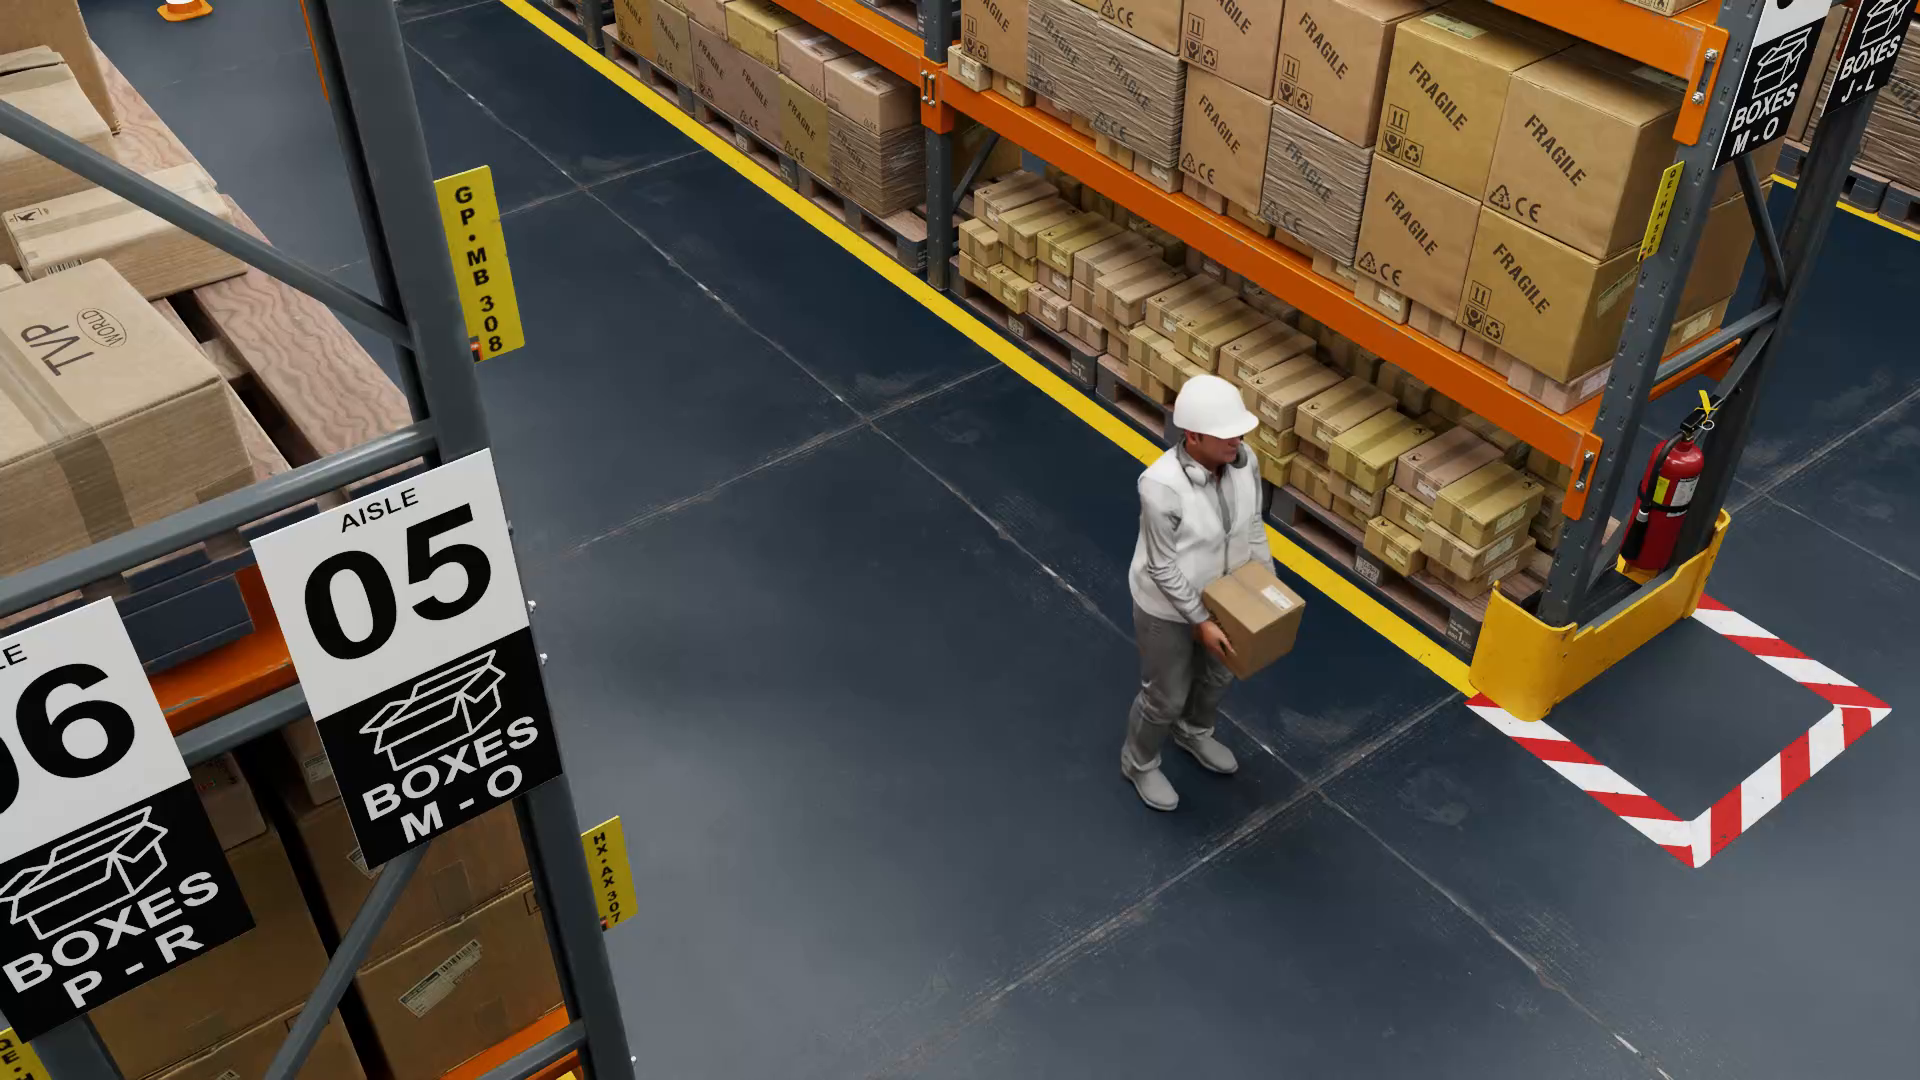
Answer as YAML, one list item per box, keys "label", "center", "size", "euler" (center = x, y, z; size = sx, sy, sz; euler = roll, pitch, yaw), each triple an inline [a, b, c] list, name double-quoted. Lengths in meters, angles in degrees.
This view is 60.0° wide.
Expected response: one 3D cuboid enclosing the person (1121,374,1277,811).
- label: "person"
  center: [0.869, 0.221, 5.869]
  size: [0.519, 1.778, 0.529]
  euler: [-27, 47, -28]
